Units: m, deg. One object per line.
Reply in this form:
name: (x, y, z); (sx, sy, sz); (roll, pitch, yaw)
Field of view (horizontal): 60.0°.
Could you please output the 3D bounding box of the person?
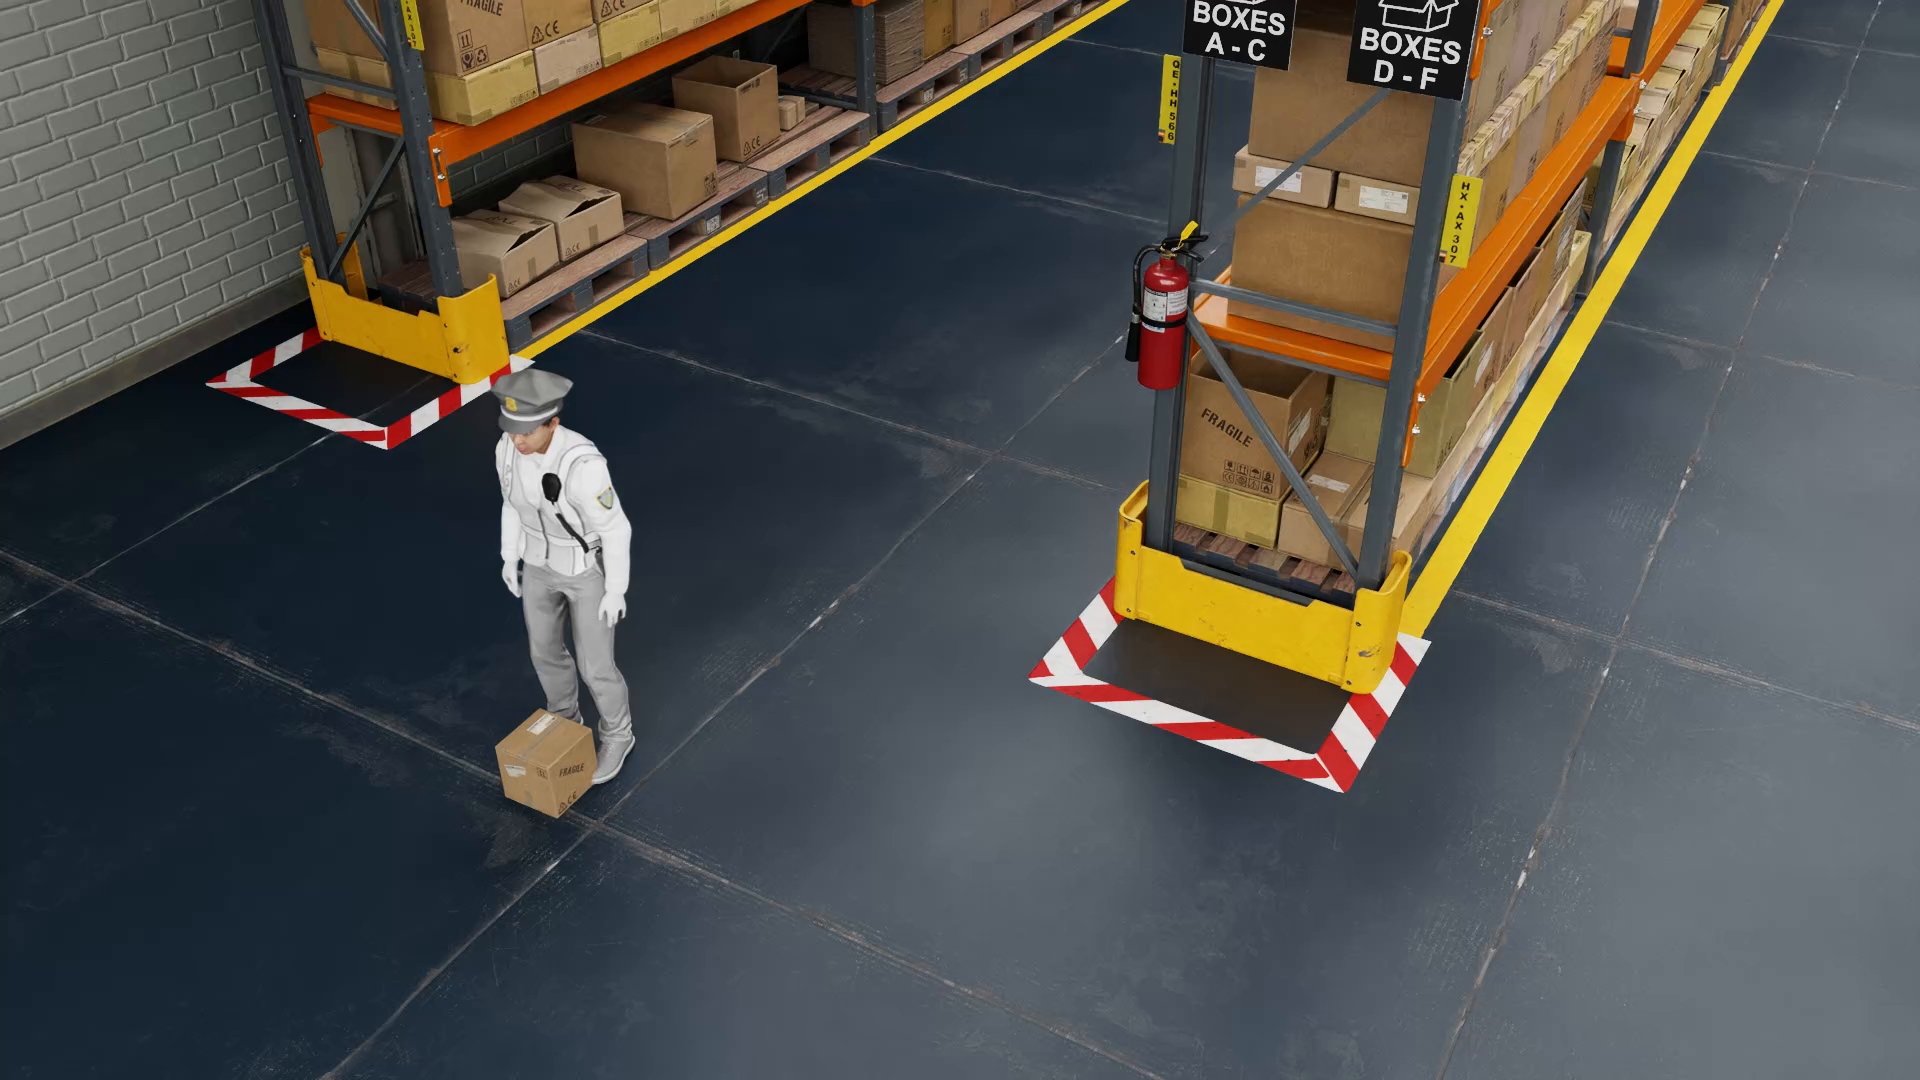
person: (-1.412, 0.126, 5.957); (0.540, 1.661, 0.374); (16, 37, 22)
